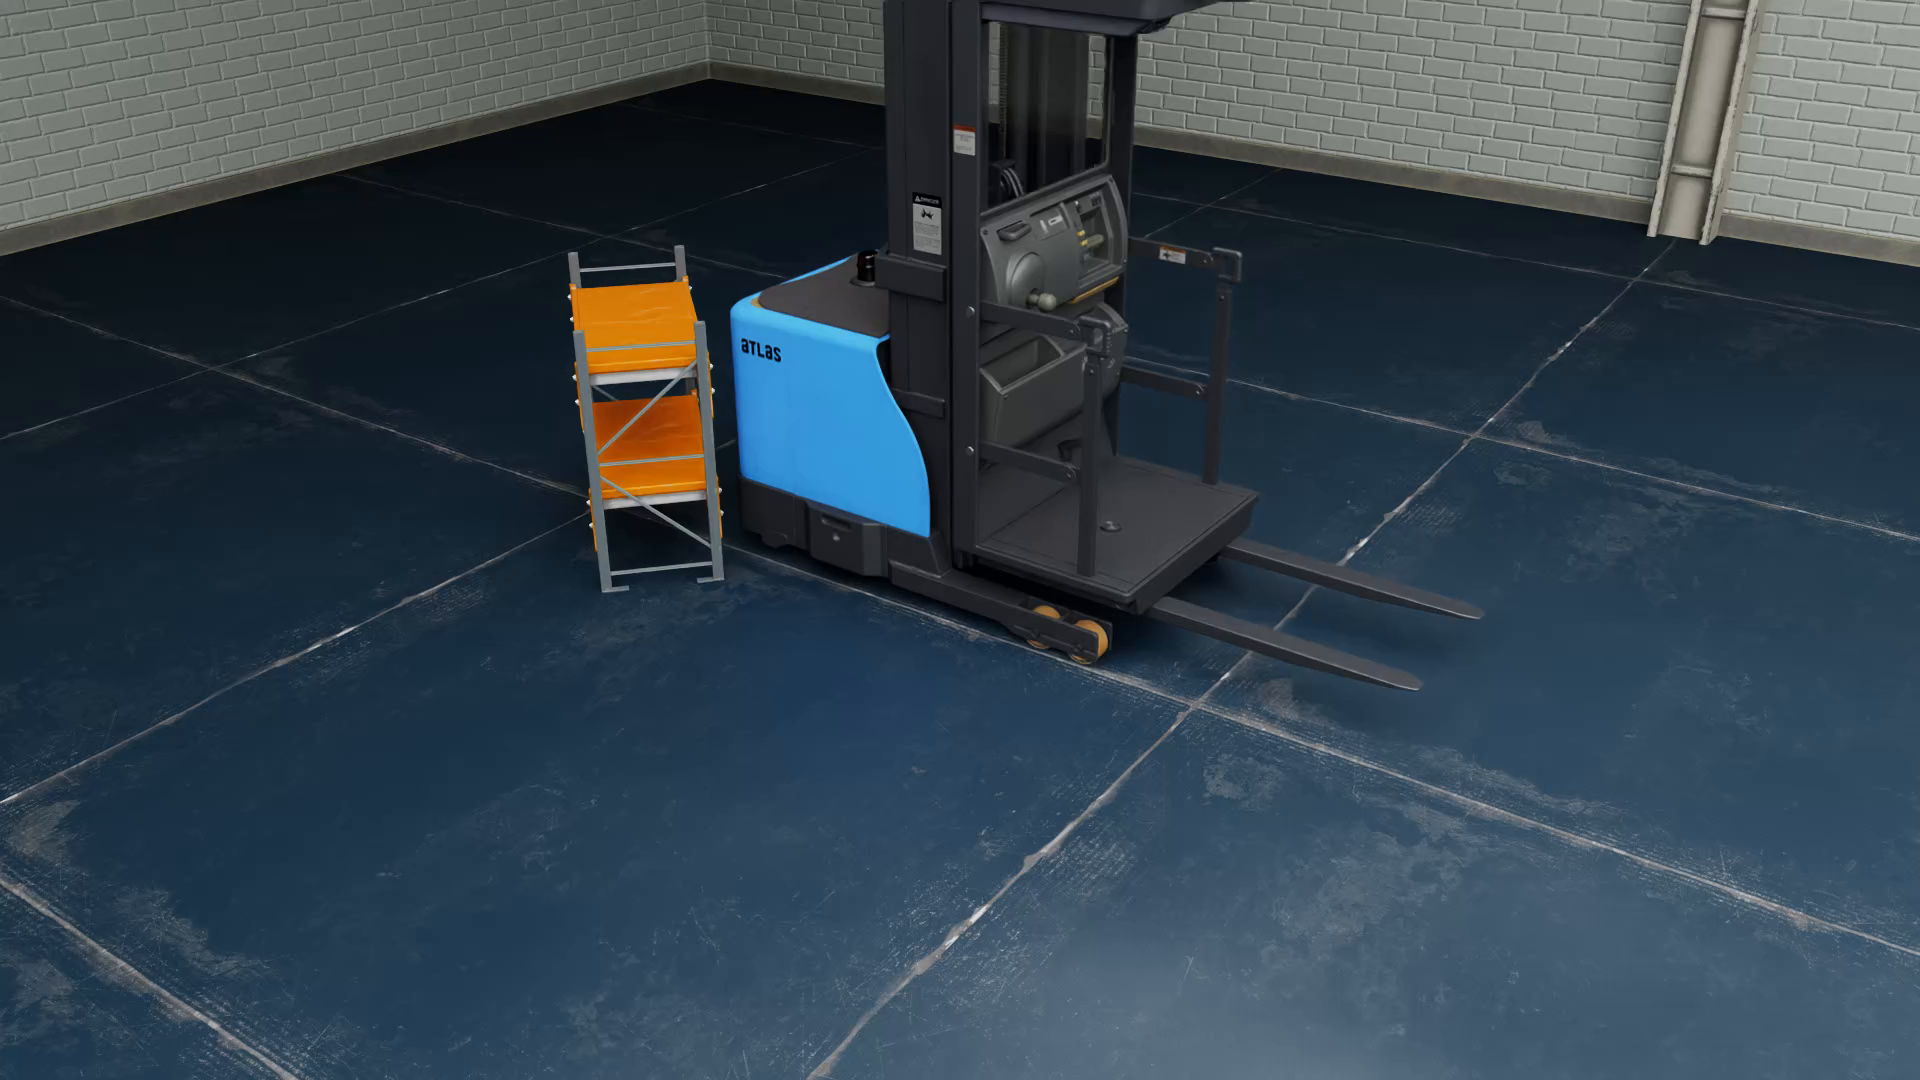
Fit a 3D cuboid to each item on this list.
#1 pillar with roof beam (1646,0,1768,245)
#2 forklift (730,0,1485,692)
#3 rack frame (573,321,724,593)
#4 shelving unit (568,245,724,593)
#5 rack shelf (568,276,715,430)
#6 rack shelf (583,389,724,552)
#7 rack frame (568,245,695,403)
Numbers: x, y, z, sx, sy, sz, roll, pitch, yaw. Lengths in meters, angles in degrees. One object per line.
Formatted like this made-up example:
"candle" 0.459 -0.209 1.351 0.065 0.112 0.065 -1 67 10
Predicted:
"pillar with roof beam" 2.487 -4.482 6.135 0.400 9.000 9.100 17 32 30
"forklift" 0.538 -1.108 6.196 3.031 2.935 1.130 18 32 31
"rack frame" -1.229 -0.315 6.630 0.500 1.125 0.032 -6 28 -12
"shelving unit" -1.343 -0.540 7.071 0.538 1.125 1.048 -6 28 -12
"rack shelf" -1.343 -0.801 6.938 0.538 0.278 1.000 -6 28 -12
"rack shelf" -1.343 -0.322 7.182 0.538 0.278 1.000 -6 28 -12
"rack frame" -1.457 -0.765 7.513 0.500 1.125 0.032 -6 28 -12
